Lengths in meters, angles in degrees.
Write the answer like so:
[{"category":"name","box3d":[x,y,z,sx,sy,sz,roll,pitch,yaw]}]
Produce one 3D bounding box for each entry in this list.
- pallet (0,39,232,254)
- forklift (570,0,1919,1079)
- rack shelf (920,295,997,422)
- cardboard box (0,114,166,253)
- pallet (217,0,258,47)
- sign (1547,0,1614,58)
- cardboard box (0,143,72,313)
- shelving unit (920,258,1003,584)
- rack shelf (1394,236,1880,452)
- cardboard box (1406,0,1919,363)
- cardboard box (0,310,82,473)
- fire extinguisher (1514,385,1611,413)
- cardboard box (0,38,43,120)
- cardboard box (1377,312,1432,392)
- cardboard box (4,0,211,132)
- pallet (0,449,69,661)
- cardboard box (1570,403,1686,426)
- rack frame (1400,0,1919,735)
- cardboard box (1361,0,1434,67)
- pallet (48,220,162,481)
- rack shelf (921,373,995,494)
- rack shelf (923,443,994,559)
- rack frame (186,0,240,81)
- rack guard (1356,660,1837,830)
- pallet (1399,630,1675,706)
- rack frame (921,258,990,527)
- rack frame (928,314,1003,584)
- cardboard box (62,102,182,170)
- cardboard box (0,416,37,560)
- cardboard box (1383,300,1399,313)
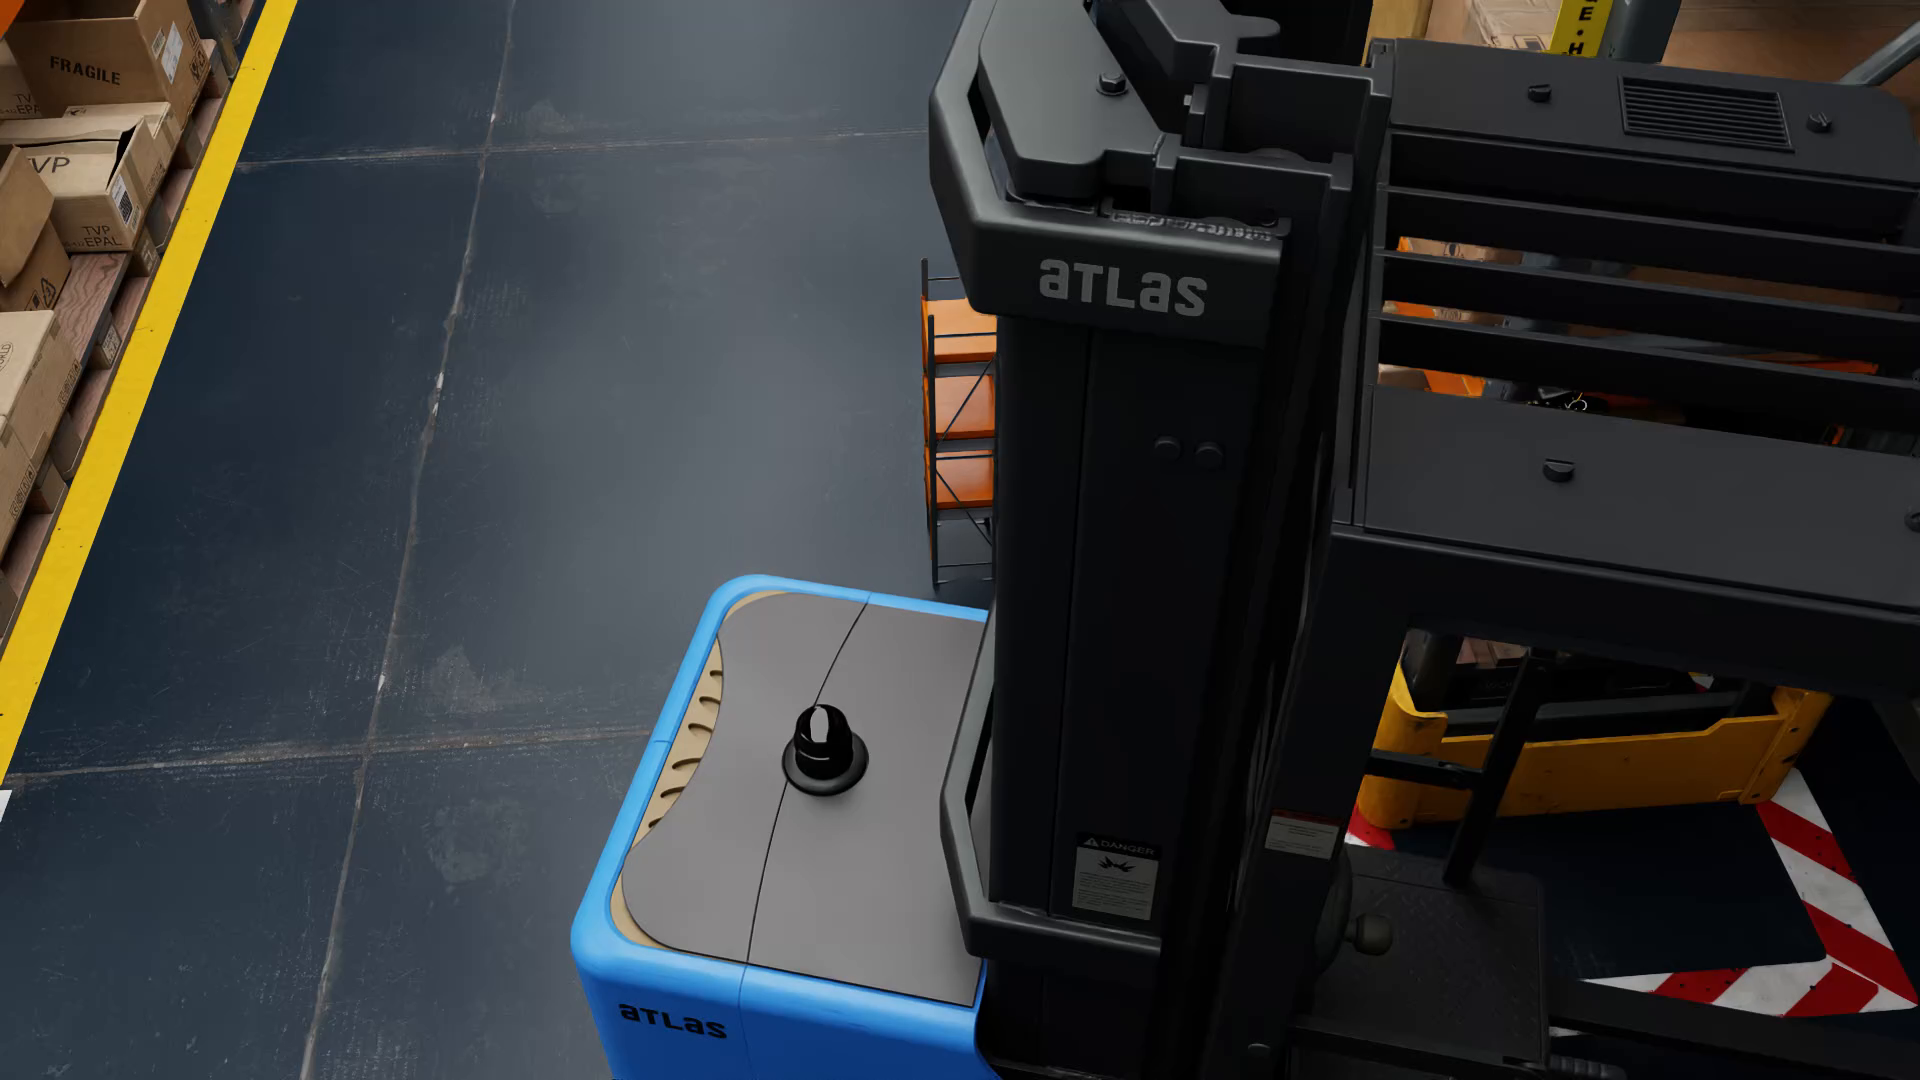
[{"category":"pallet","box3d":[-3.550,-1.554,6.577,1.003,0.211,1.213,-3,47,-3]},{"category":"forklift","box3d":[0.823,0.360,2.890,3.031,2.935,1.130,9,47,8]},{"category":"rack shelf","box3d":[0.004,-0.510,4.634,0.215,0.259,0.240,-3,47,-3]},{"category":"cardboard box","box3d":[-3.213,-1.299,5.963,0.500,0.311,0.500,-3,47,-3]},{"category":"pallet","box3d":[-3.712,-2.637,7.602,1.003,0.211,1.213,-3,47,-3]},{"category":"sign","box3d":[1.123,-0.876,3.054,0.100,0.325,0.005,-3,47,-3]},{"category":"cardboard box","box3d":[-3.444,-0.944,5.494,0.797,0.503,0.637,-3,47,-3]},{"category":"shelving unit","box3d":[0.004,-0.322,4.832,0.215,1.050,0.252,-3,47,-3]},{"category":"rack shelf","box3d":[1.497,-1.619,5.213,1.077,0.370,4.000,-3,47,-3]},{"category":"cardboard box","box3d":[1.612,-0.891,3.822,0.980,0.700,0.700,-2,47,-1]},{"category":"cardboard box","box3d":[-3.118,-0.456,5.207,0.500,0.250,0.500,-3,47,-3]},{"category":"fire extinguisher","box3d":[1.217,-0.128,3.615,0.296,0.674,0.183,-3,47,-3]},{"category":"cardboard box","box3d":[-3.787,-1.920,6.551,0.500,0.311,0.500,-3,47,-3]},{"category":"cardboard box","box3d":[1.314,-0.510,4.653,0.380,0.149,0.250,-4,47,-4]},{"category":"cardboard box","box3d":[-3.276,-1.907,6.409,0.500,0.500,0.500,-3,47,-3]},{"category":"pallet","box3d":[-3.345,0.211,4.905,1.003,0.211,1.213,-3,47,-3]},{"category":"cardboard box","box3d":[1.716,-0.350,4.501,0.380,0.149,0.250,-3,47,-3]},{"category":"rack frame","box3d":[1.665,-0.420,3.582,1.000,3.000,0.127,-3,47,-3]},{"category":"cardboard box","box3d":[1.540,-1.417,4.319,0.980,0.700,0.700,-4,47,-4]},{"category":"pallet","box3d":[-3.444,-0.669,5.739,1.003,0.211,1.213,-3,47,-3]},{"category":"rack shelf","box3d":[0.004,-0.315,4.840,0.215,0.259,0.240,-3,47,-3]},{"category":"rack shelf","box3d":[0.004,-0.124,5.042,0.215,0.259,0.240,-3,47,-3]},{"category":"rack frame","box3d":[-3.606,-3.010,6.035,1.000,3.000,0.127,-3,47,-3]},{"category":"rack guard","box3d":[1.667,0.457,4.473,1.175,0.500,0.348,-3,47,-3]},{"category":"pallet","box3d":[1.520,-0.035,5.137,1.003,0.211,1.213,-3,47,-3]},{"category":"rack frame","box3d":[-0.006,-0.411,4.916,0.200,1.050,0.008,-3,47,-3]},{"category":"rack frame","box3d":[0.015,-0.234,4.749,0.200,1.050,0.008,-3,47,-3]},{"category":"cardboard box","box3d":[-3.185,-1.518,6.283,0.380,0.149,0.250,-3,47,-3]},{"category":"cardboard box","box3d":[-3.076,-0.094,4.864,0.500,0.250,0.500,-3,47,-3]},{"category":"cardboard box","box3d":[1.292,-0.695,4.828,0.380,0.149,0.250,-2,47,-2]}]
